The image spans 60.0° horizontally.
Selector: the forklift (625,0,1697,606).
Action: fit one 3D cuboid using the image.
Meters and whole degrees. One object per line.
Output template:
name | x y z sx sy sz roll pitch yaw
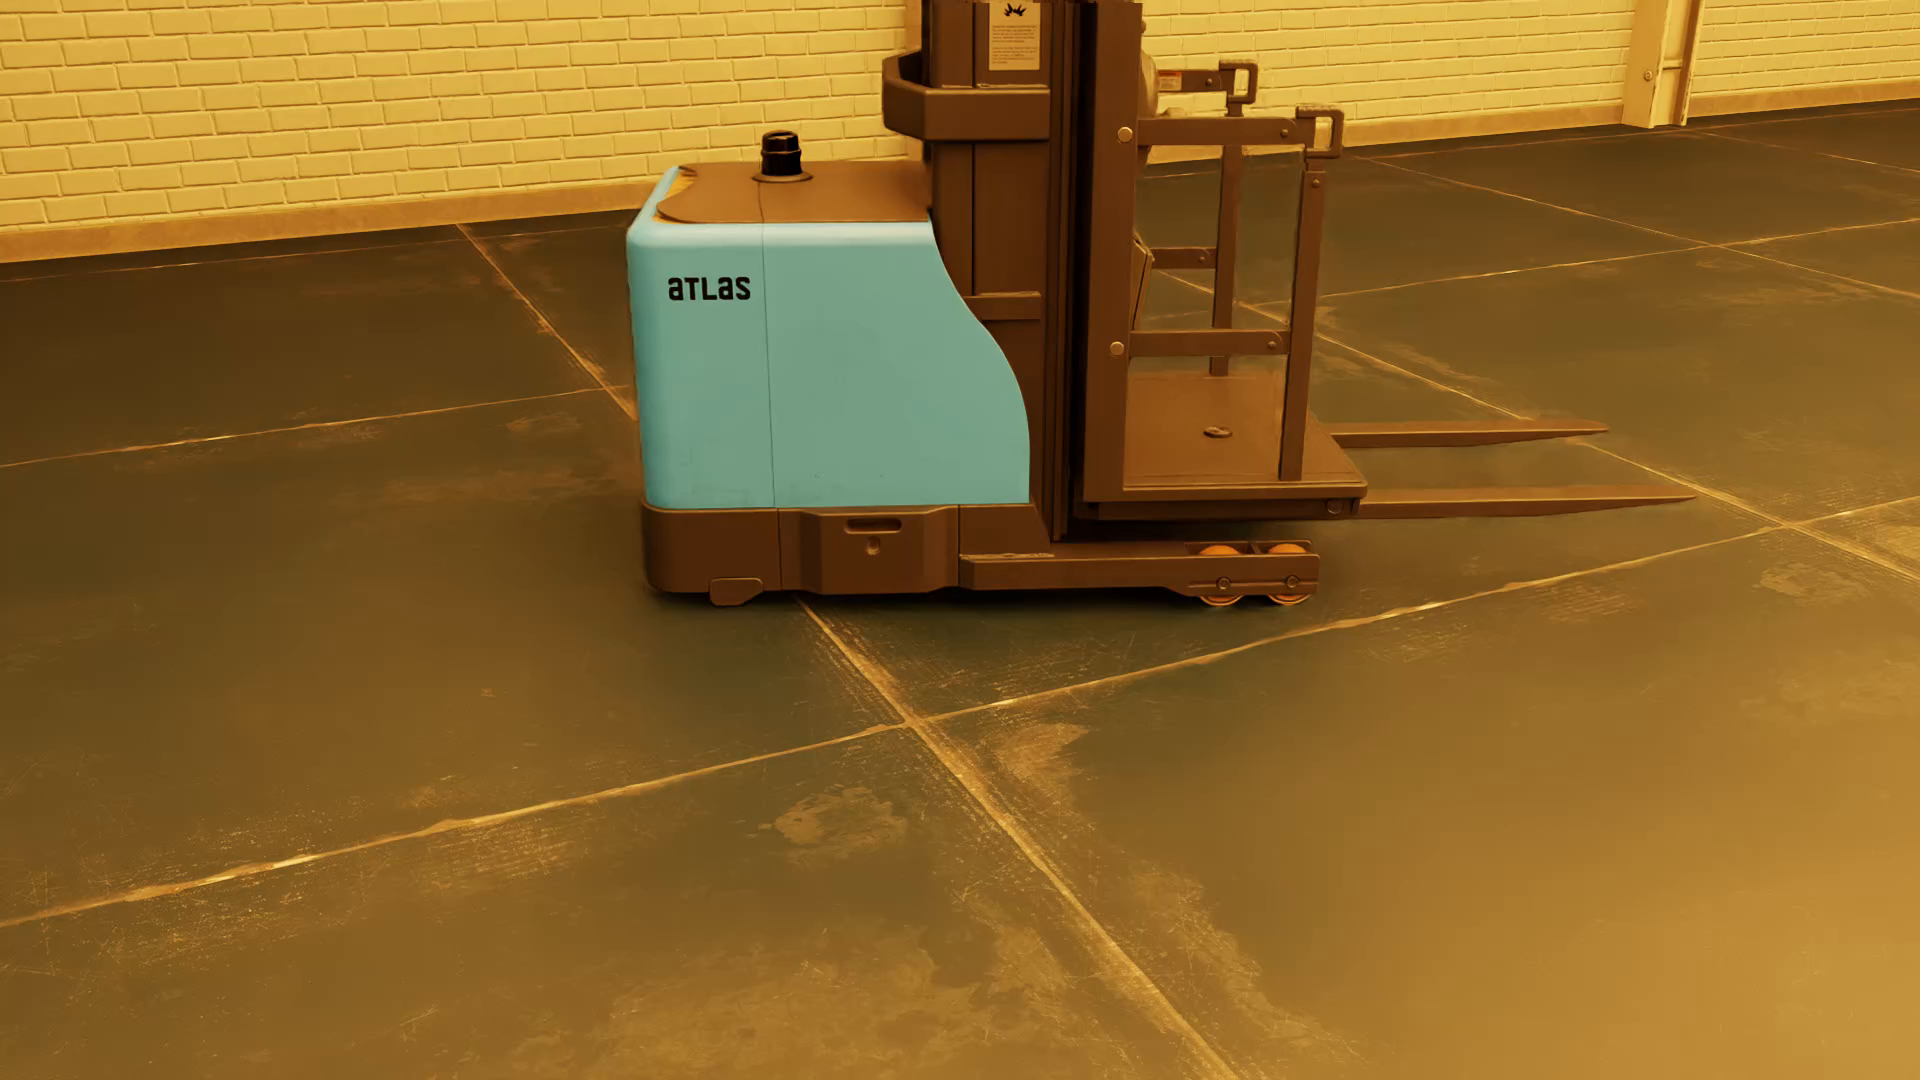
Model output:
forklift | 0.614 -1.371 4.587 3.031 2.935 1.130 -1 23 -3
